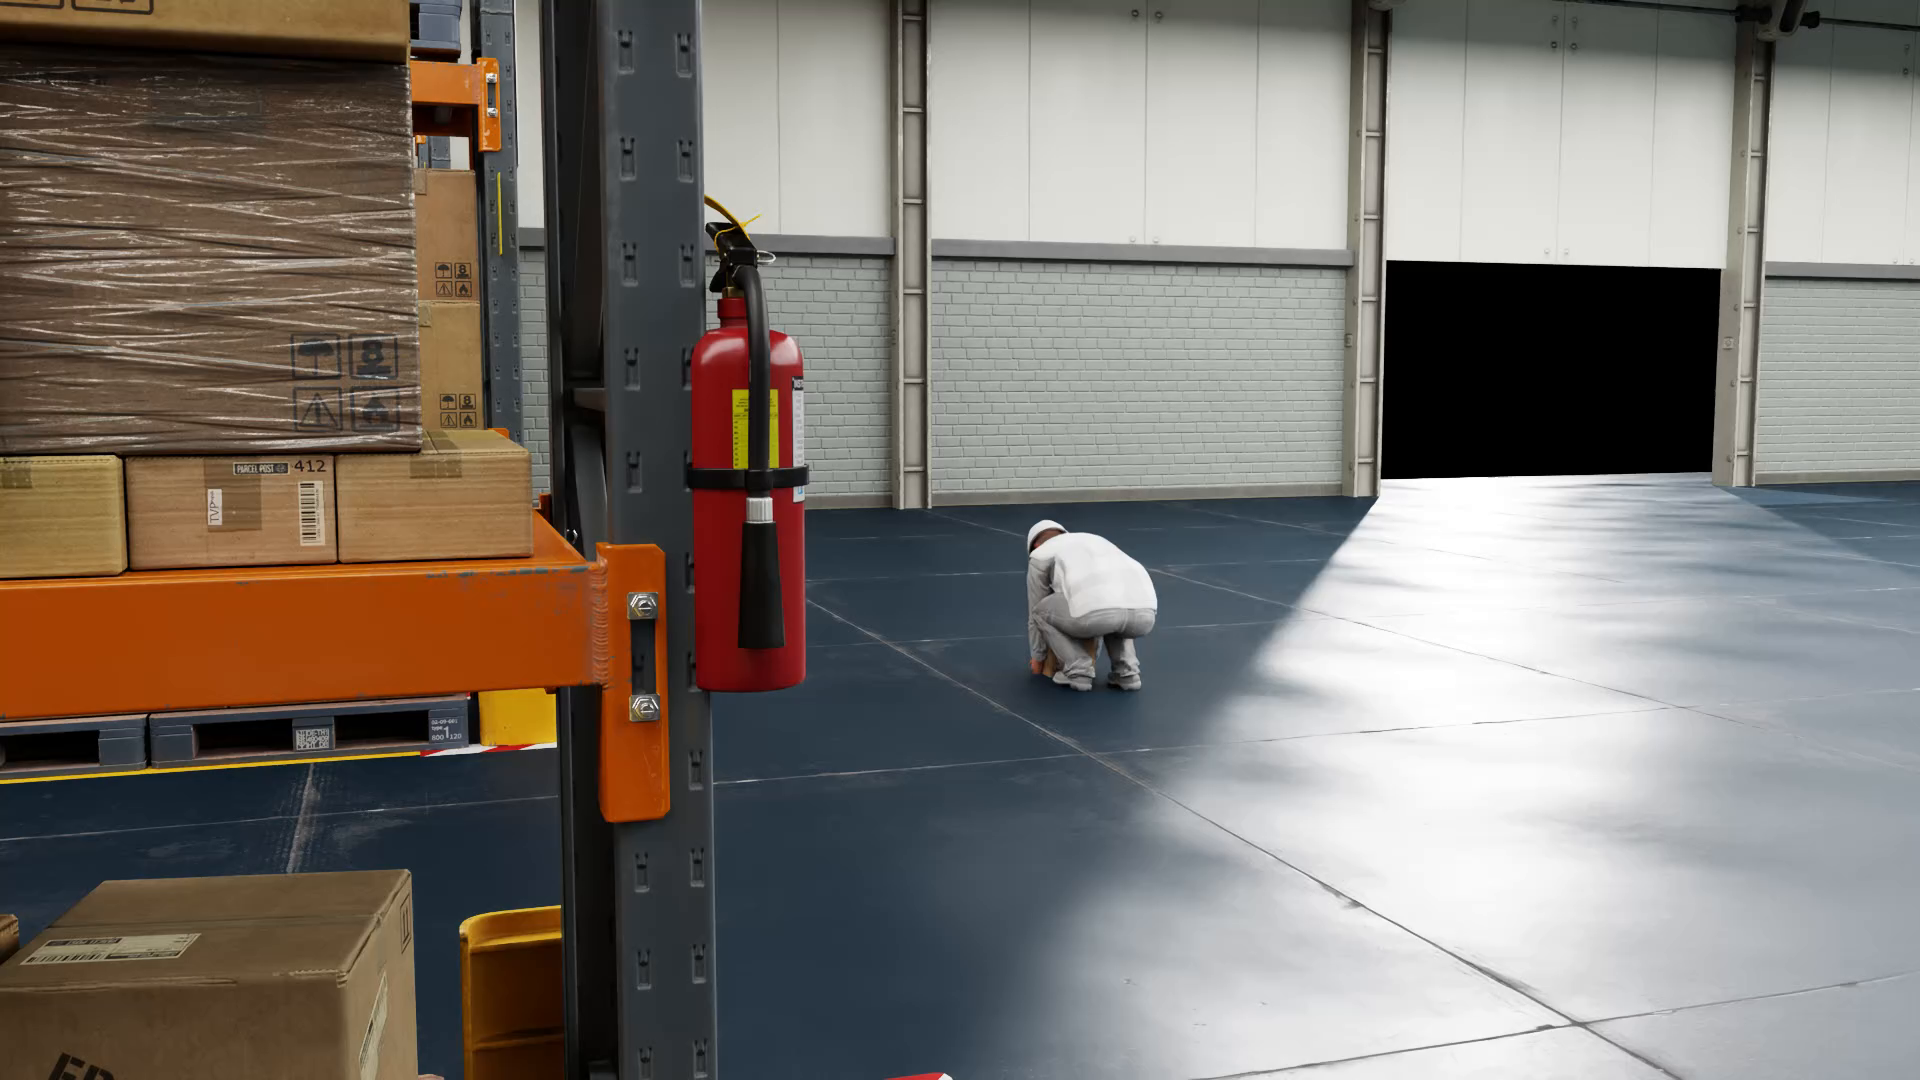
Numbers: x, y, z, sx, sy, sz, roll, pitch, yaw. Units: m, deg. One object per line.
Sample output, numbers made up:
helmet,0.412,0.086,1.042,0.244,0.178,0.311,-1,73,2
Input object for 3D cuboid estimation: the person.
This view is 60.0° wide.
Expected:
person,0.622,0.336,8.406,0.506,0.798,0.991,-2,6,-20
